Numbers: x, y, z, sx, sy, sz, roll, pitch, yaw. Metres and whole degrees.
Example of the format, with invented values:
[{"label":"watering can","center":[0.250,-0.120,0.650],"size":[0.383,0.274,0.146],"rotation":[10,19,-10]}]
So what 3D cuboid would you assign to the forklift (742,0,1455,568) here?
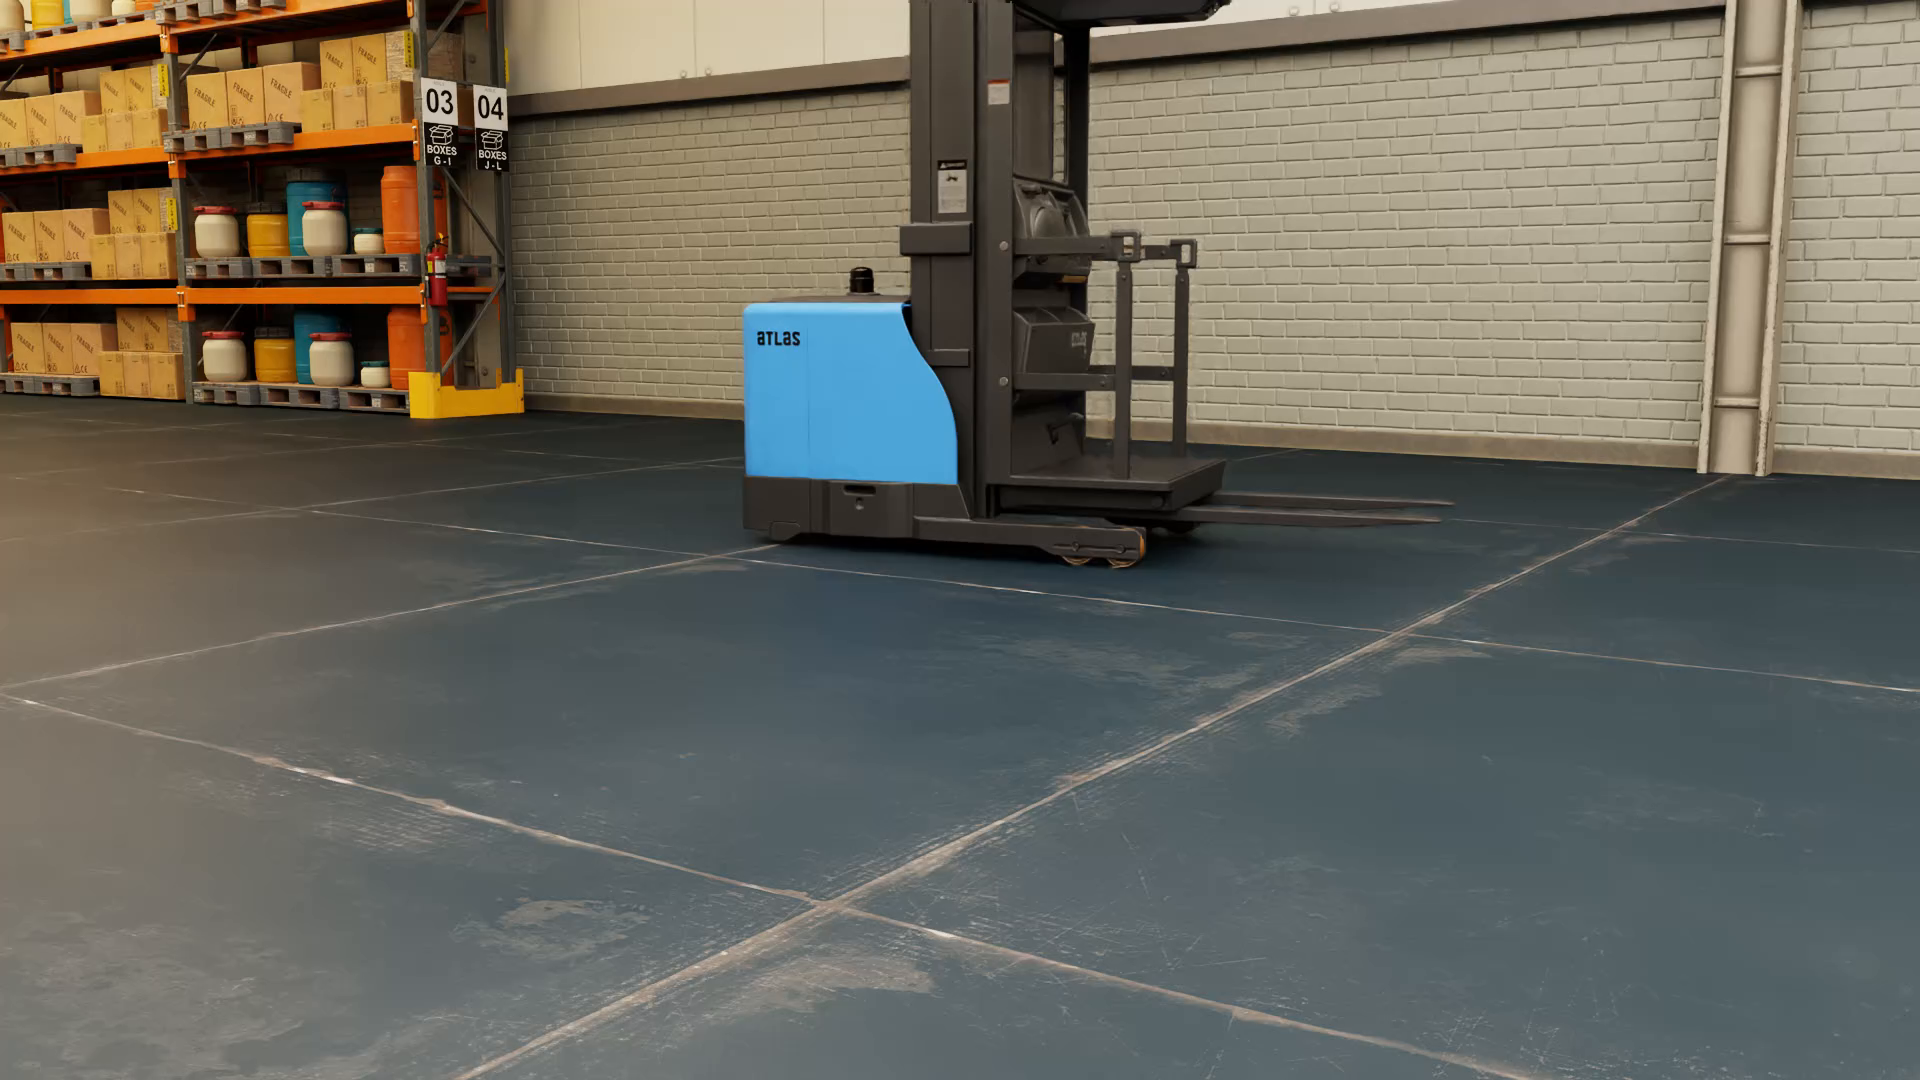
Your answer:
[{"label":"forklift","center":[0.591,-1.422,7.193],"size":[3.031,2.935,1.130],"rotation":[3,9,21]}]
